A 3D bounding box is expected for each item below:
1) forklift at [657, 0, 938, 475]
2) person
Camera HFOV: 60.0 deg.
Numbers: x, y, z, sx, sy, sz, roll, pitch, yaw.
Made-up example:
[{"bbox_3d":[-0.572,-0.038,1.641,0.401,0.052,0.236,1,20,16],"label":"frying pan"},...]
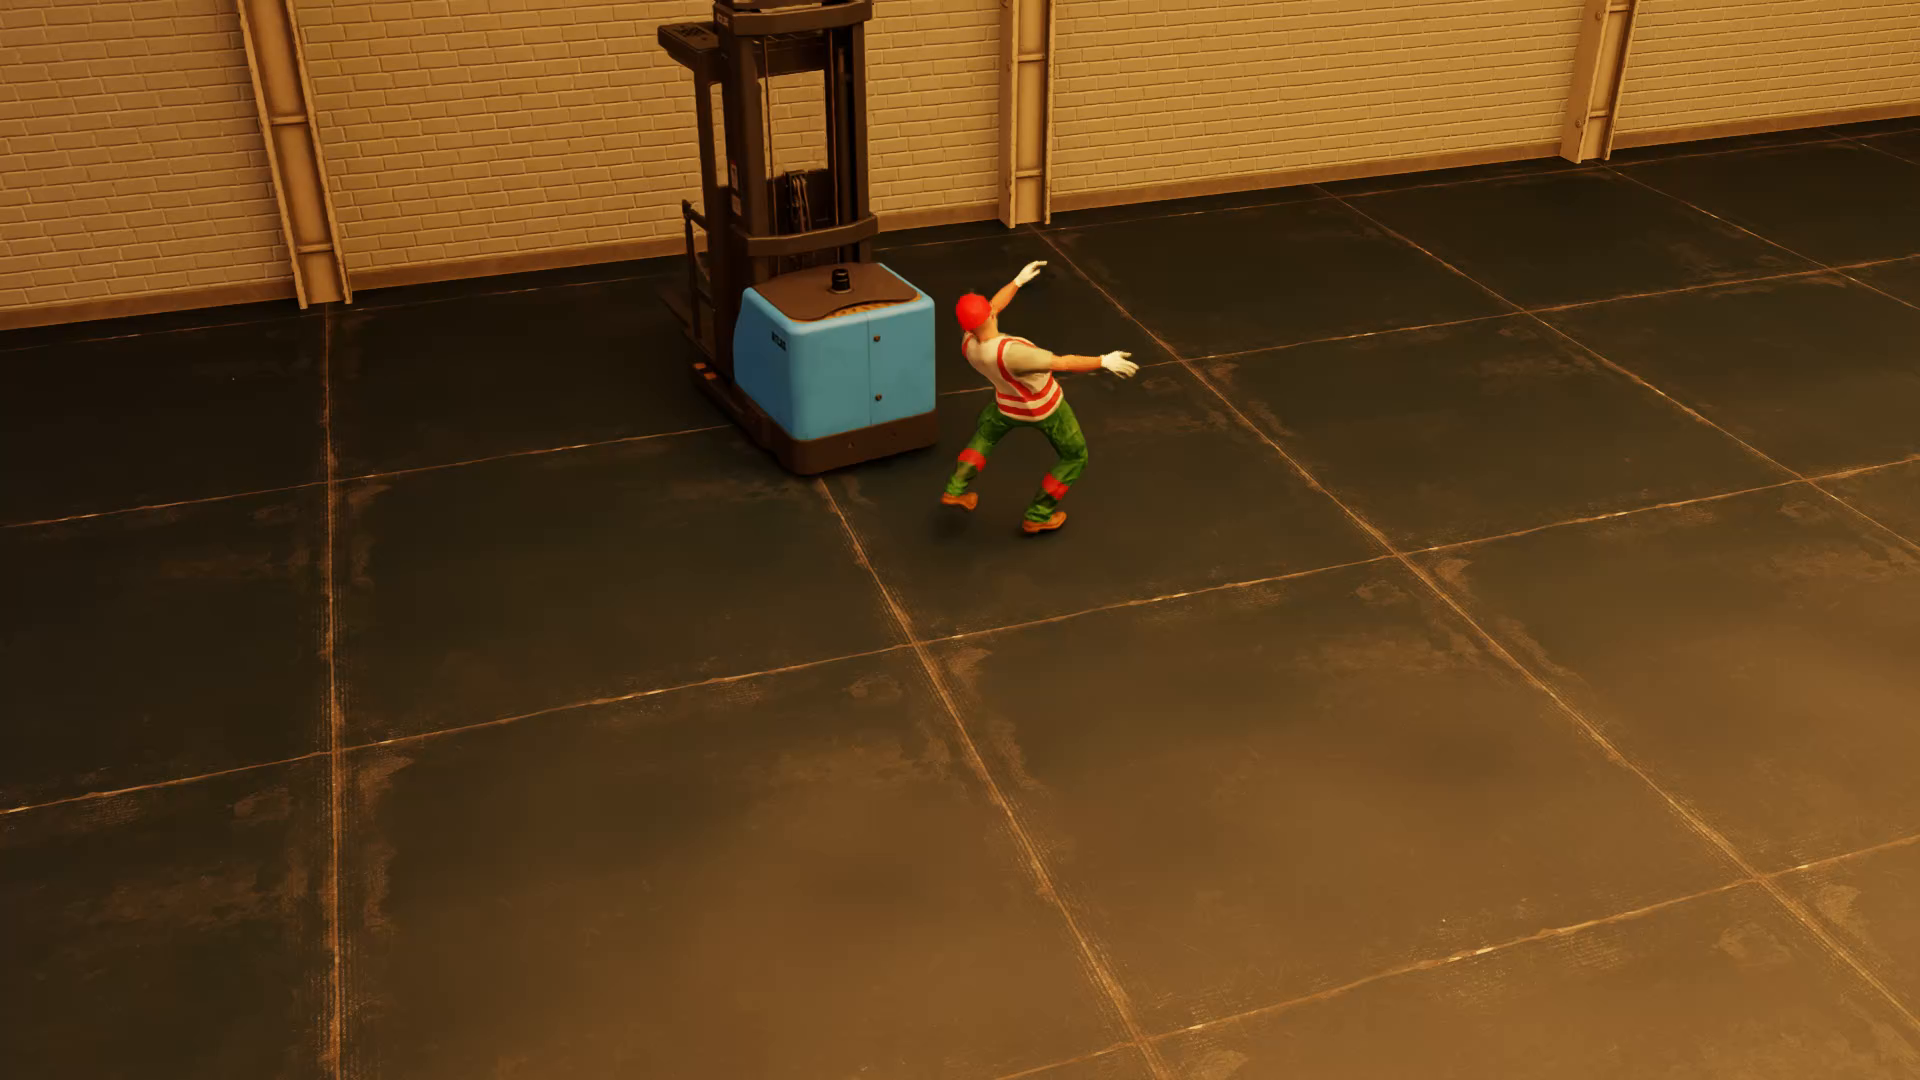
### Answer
[{"bbox_3d":[-1.295,-2.392,11.244,1.130,2.935,3.031,-15,33,-25],"label":"forklift"},{"bbox_3d":[0.489,-0.761,9.746,1.102,1.555,0.739,18,34,28],"label":"person"}]
